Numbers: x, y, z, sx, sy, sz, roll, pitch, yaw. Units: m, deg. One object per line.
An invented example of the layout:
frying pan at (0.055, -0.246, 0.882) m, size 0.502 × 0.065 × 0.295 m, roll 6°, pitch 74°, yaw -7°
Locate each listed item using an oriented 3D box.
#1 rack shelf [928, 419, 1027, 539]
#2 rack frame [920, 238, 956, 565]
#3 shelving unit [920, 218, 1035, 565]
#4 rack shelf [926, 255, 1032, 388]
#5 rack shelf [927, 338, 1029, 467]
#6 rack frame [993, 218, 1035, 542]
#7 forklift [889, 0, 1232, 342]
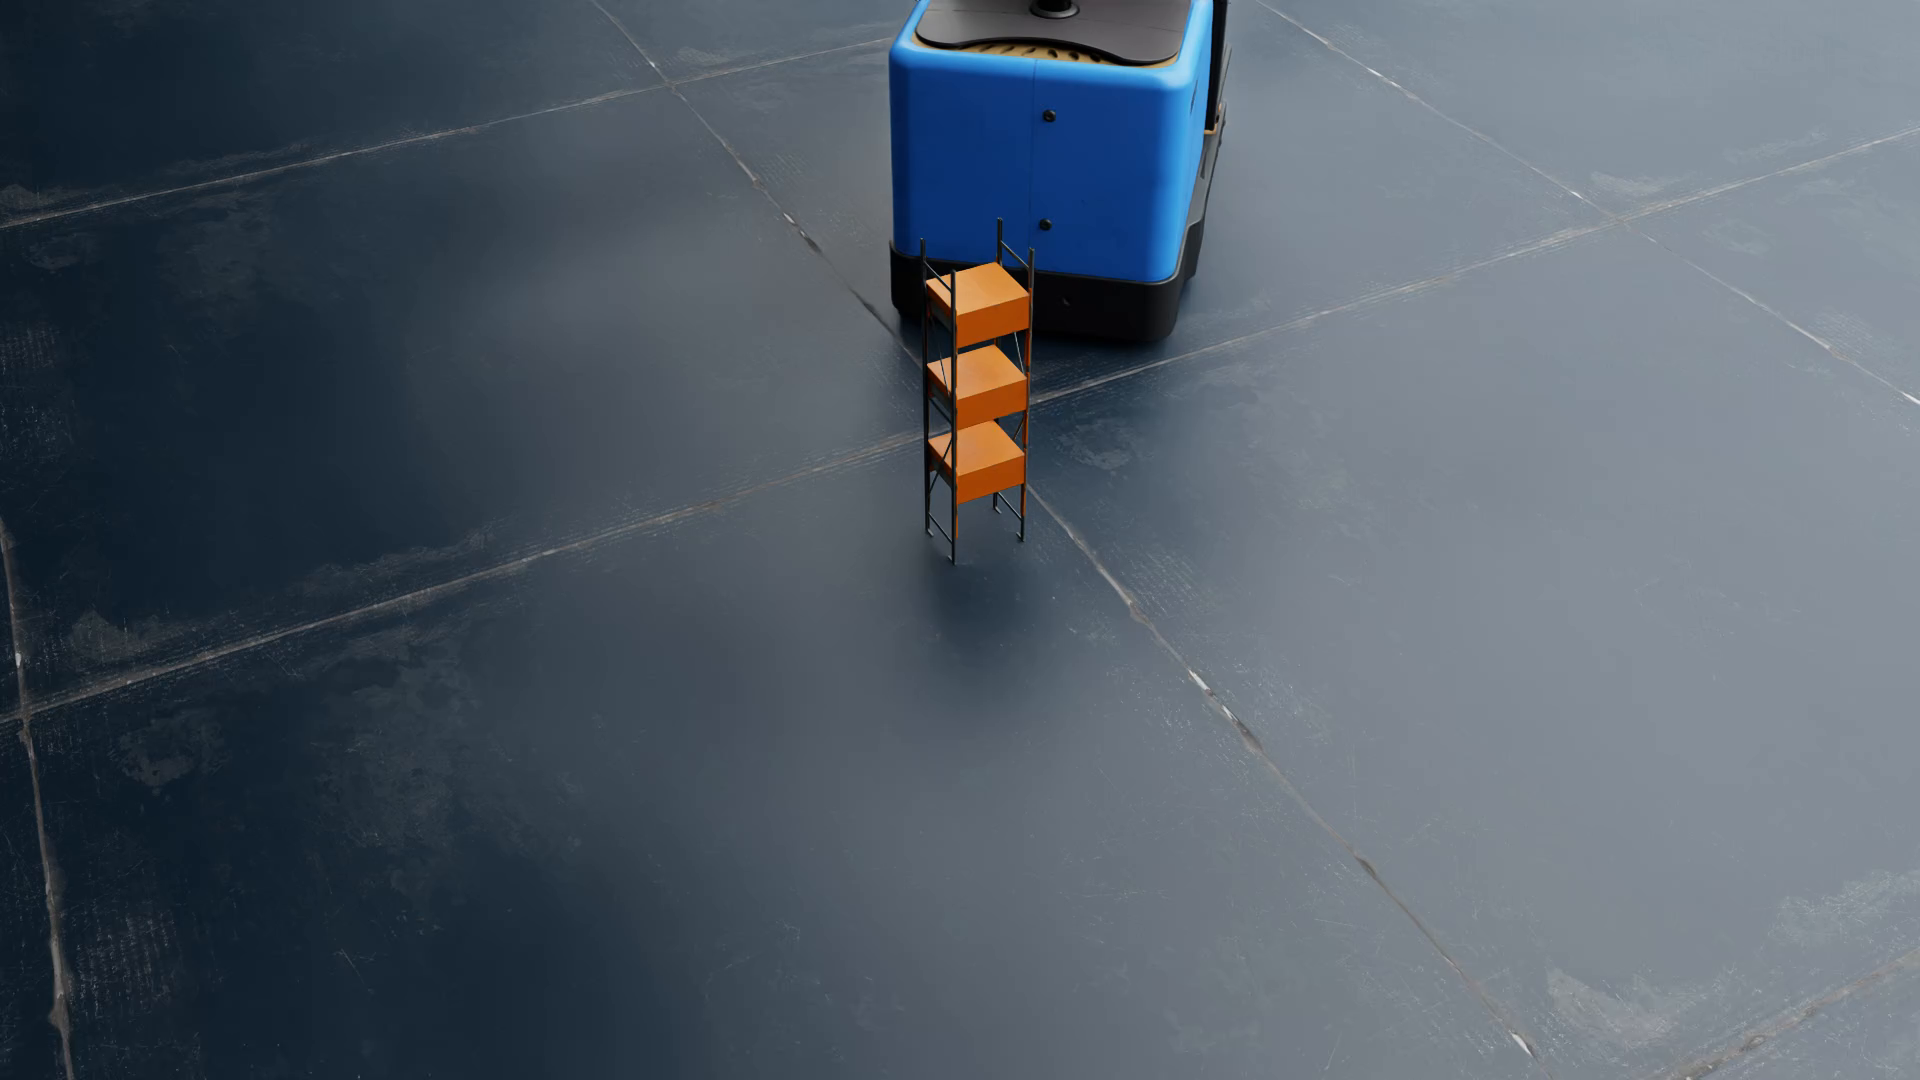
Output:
rack shelf at (0.047, -0.196, 5.116) m, size 0.240 × 0.259 × 0.215 m, roll -19°, pitch 44°, yaw -21°
rack frame at (-0.061, -0.380, 4.887) m, size 0.008 × 1.050 × 0.200 m, roll -19°, pitch 44°, yaw -21°
shelving unit at (0.047, -0.417, 4.930) m, size 0.252 × 1.050 × 0.215 m, roll -19°, pitch 44°, yaw -21°
rack shelf at (0.047, -0.625, 4.753) m, size 0.240 × 0.259 × 0.215 m, roll -19°, pitch 44°, yaw -21°
rack shelf at (0.047, -0.409, 4.937) m, size 0.240 × 0.259 × 0.215 m, roll -19°, pitch 44°, yaw -21°
rack frame at (0.156, -0.453, 4.973) m, size 0.008 × 1.050 × 0.200 m, roll -19°, pitch 44°, yaw -21°
forklift at (0.558, -2.791, 6.278) m, size 1.130 × 2.935 × 3.031 m, roll 8°, pitch 41°, yaw 9°
